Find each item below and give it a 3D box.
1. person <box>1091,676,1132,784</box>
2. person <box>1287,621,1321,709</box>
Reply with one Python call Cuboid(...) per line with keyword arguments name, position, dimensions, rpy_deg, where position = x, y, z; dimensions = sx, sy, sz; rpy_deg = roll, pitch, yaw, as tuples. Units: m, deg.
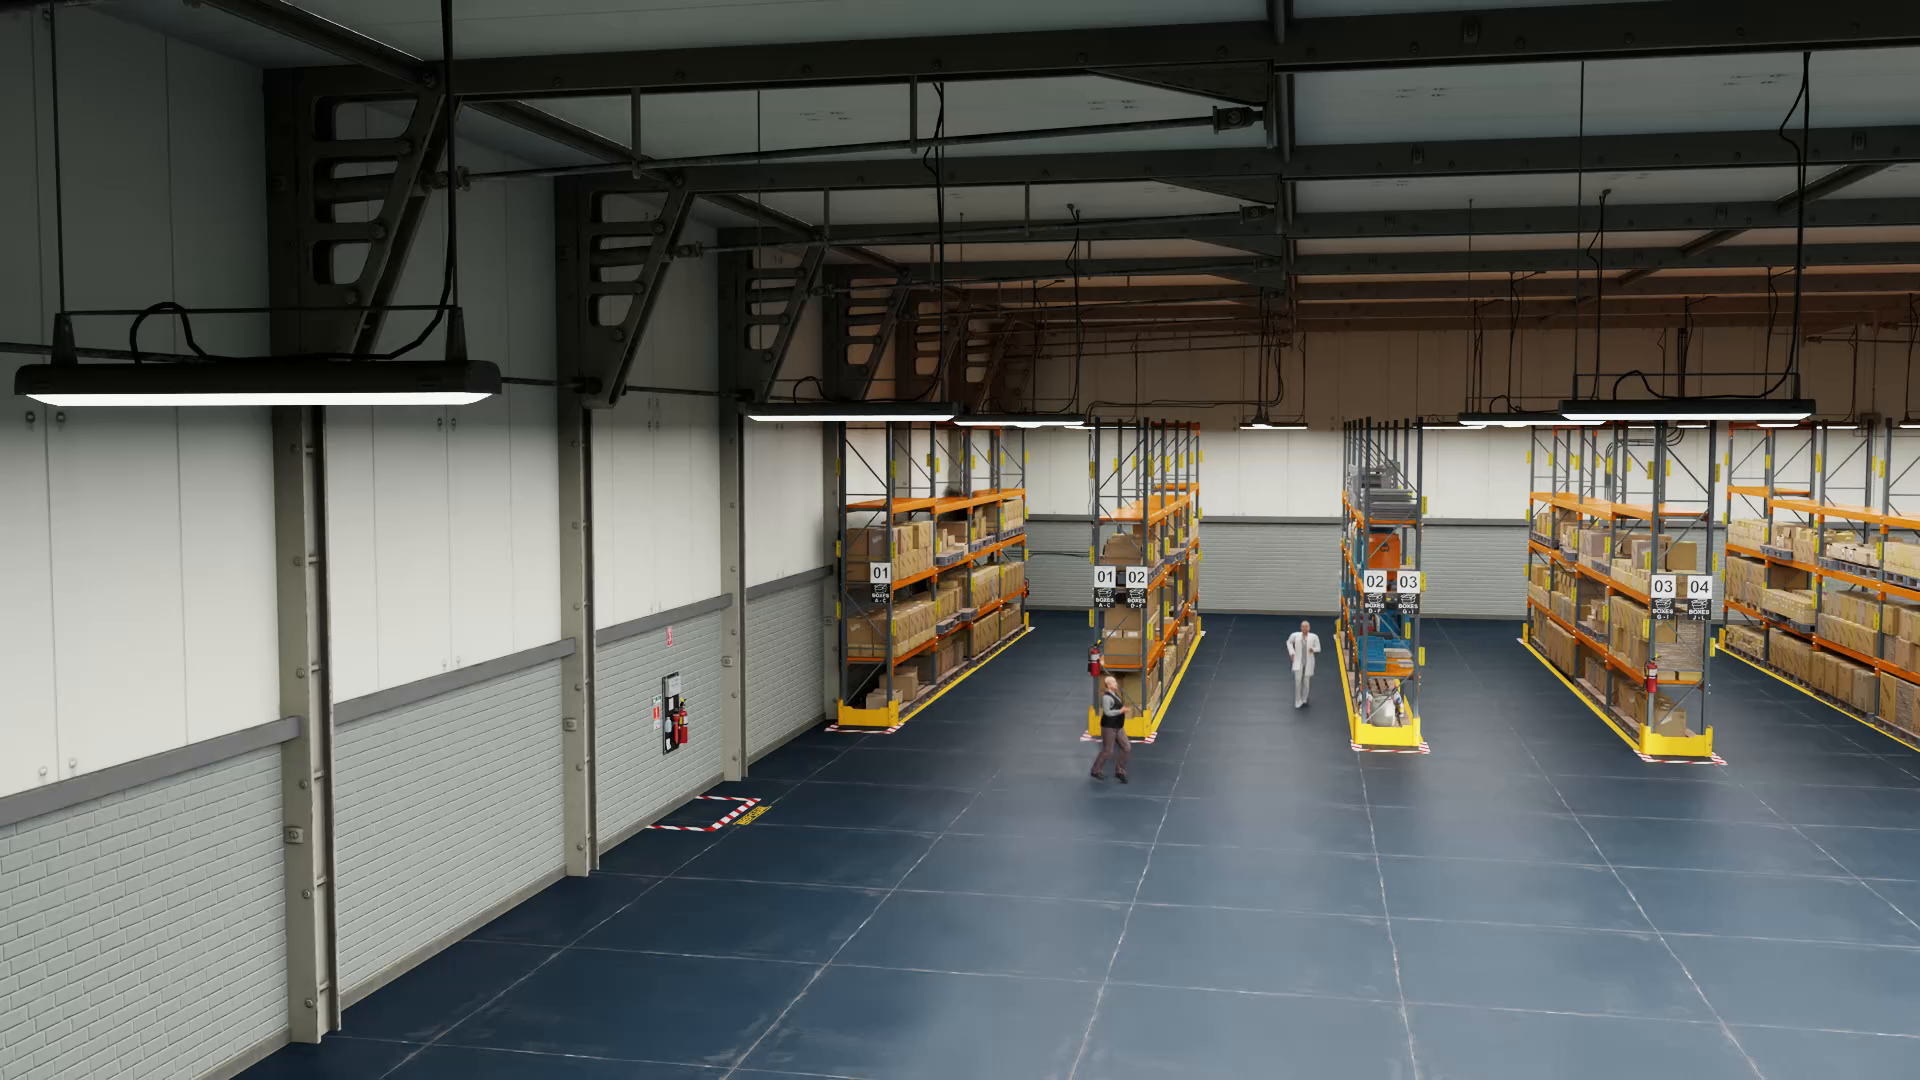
Cuboid(name="person", position=(2.486, 3.104, 27.084), dimensions=(0.726, 1.768, 0.636), rpy_deg=(2, 4, 29))
Cuboid(name="person", position=(7.159, 2.602, 34.626), dimensions=(0.681, 1.836, 0.829), rpy_deg=(1, 4, 9))
